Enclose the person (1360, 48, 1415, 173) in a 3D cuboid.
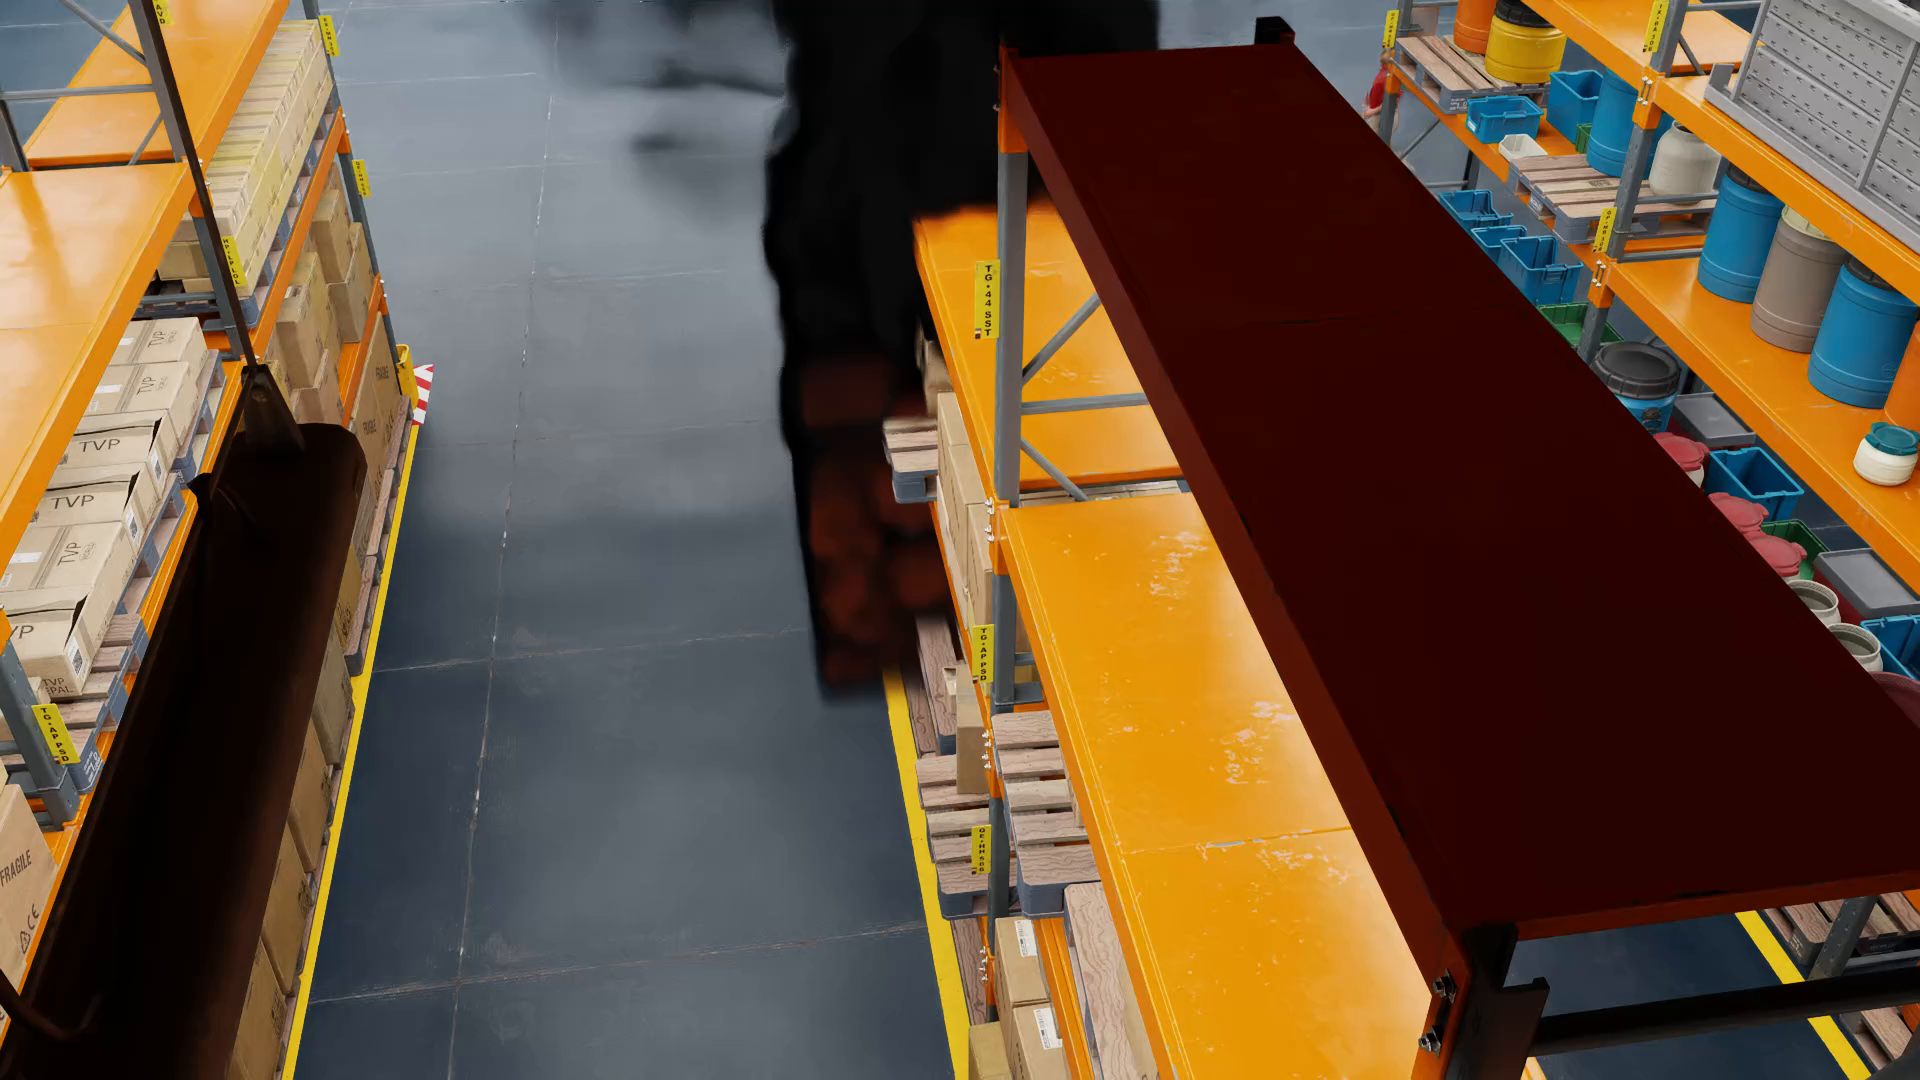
[{"bbox_3d":[4.727,-4.658,18.382,0.720,1.710,0.663,10,37,13],"label":"person"}]
